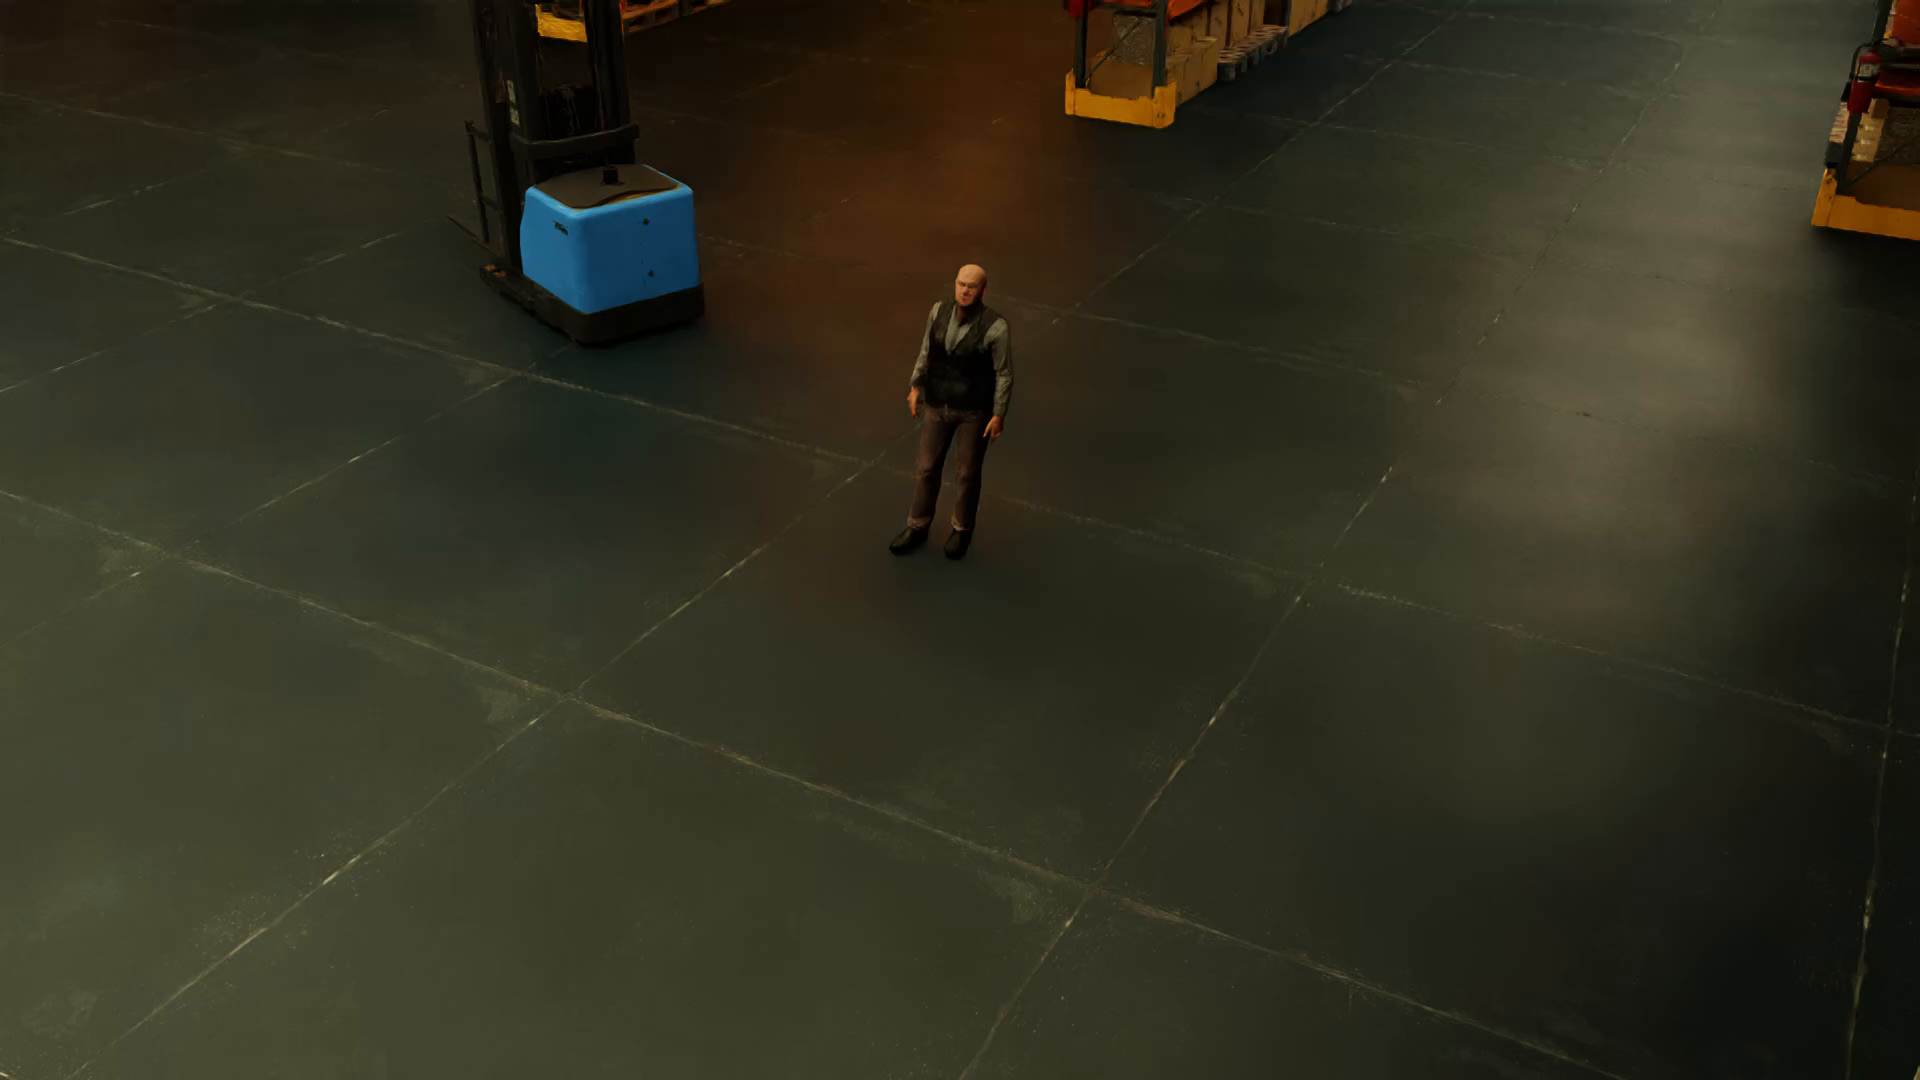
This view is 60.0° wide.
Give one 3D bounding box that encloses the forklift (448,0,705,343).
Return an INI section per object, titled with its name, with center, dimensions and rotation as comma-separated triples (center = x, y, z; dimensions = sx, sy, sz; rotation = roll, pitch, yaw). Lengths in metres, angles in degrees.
[forklift]
center = -3.276, -3.413, 12.984
dimensions = 1.130, 2.935, 3.031
rotation = -21, 36, -32

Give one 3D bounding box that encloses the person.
[person]
center = -0.037, -0.726, 9.525
dimensions = 0.632, 1.720, 0.567
rotation = 15, 33, 25
